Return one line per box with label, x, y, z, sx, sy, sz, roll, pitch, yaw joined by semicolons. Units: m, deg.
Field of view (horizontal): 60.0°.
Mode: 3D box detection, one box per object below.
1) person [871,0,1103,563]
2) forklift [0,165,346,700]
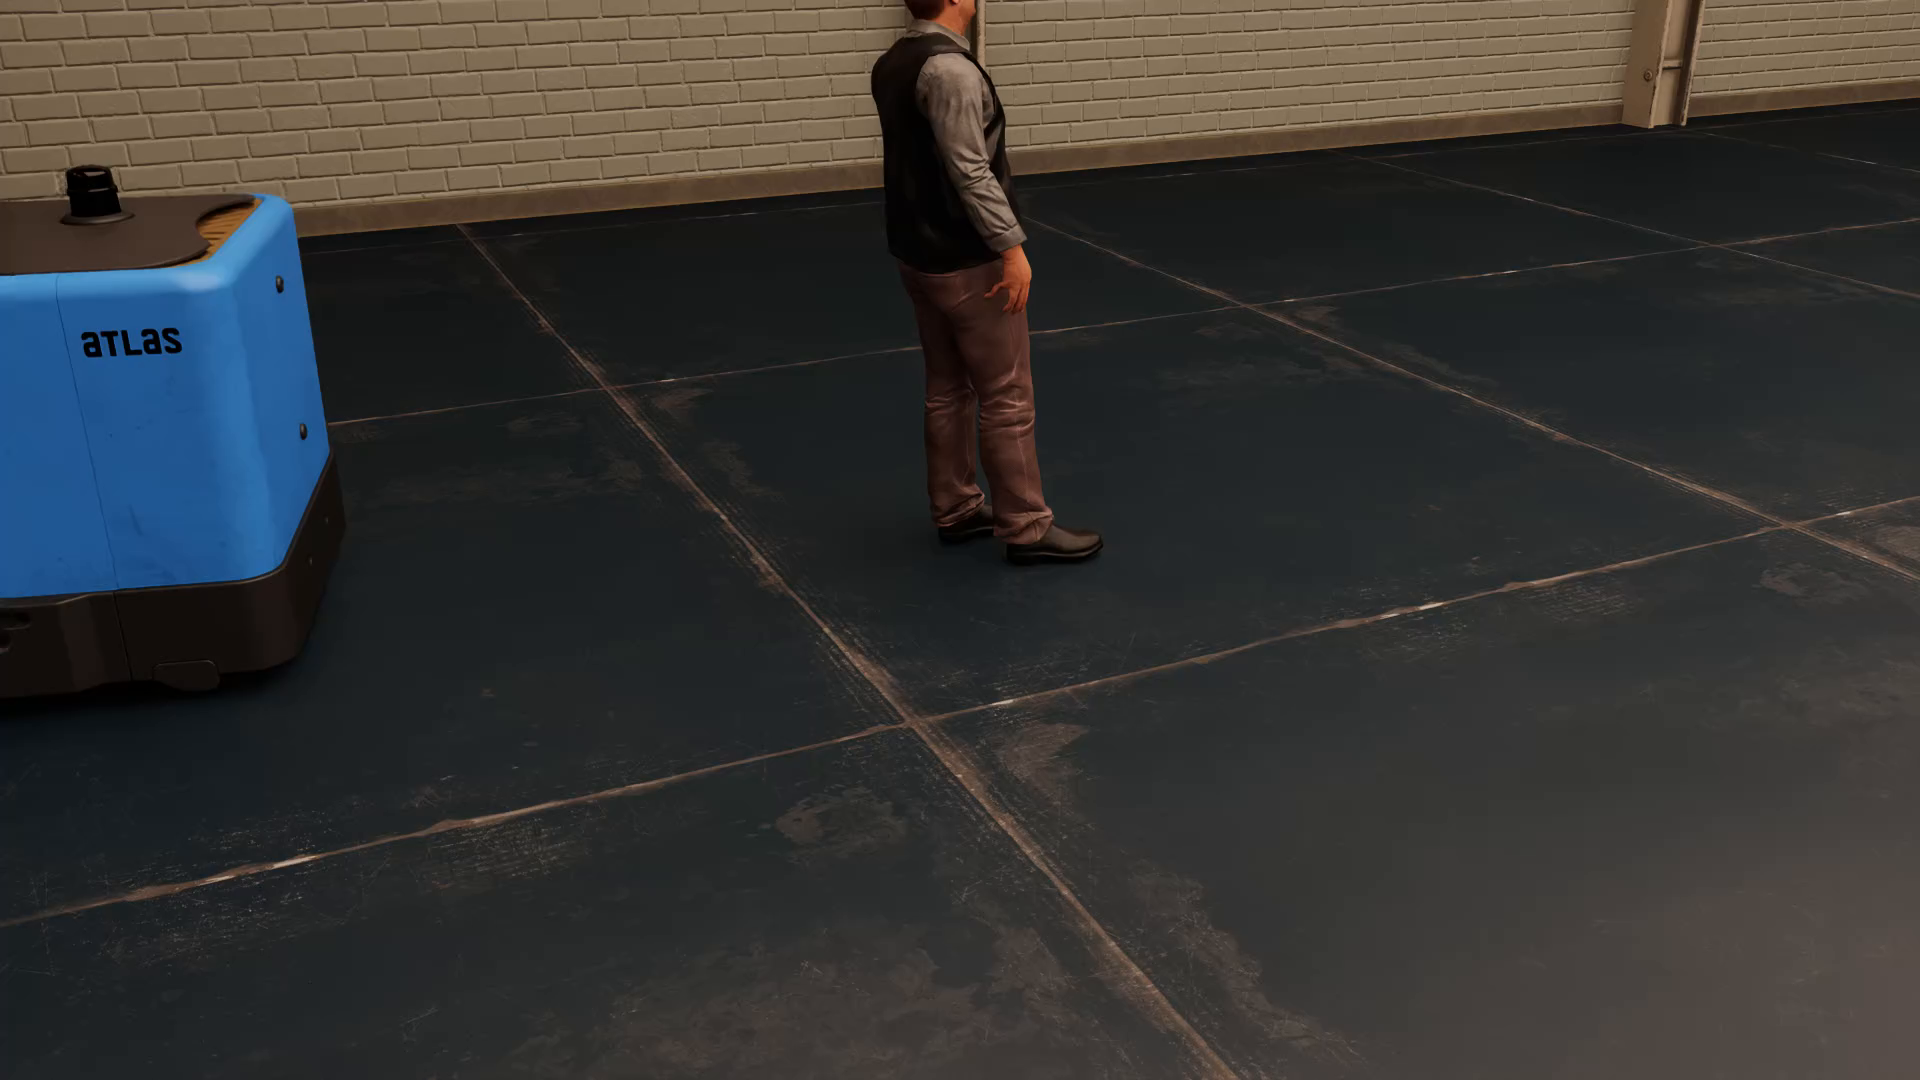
person;0.060;-0.809;4.792;0.566;1.722;0.633;-10;25;-23
forklift;-3.249;-1.050;3.813;3.031;2.935;1.130;-4;23;-11
